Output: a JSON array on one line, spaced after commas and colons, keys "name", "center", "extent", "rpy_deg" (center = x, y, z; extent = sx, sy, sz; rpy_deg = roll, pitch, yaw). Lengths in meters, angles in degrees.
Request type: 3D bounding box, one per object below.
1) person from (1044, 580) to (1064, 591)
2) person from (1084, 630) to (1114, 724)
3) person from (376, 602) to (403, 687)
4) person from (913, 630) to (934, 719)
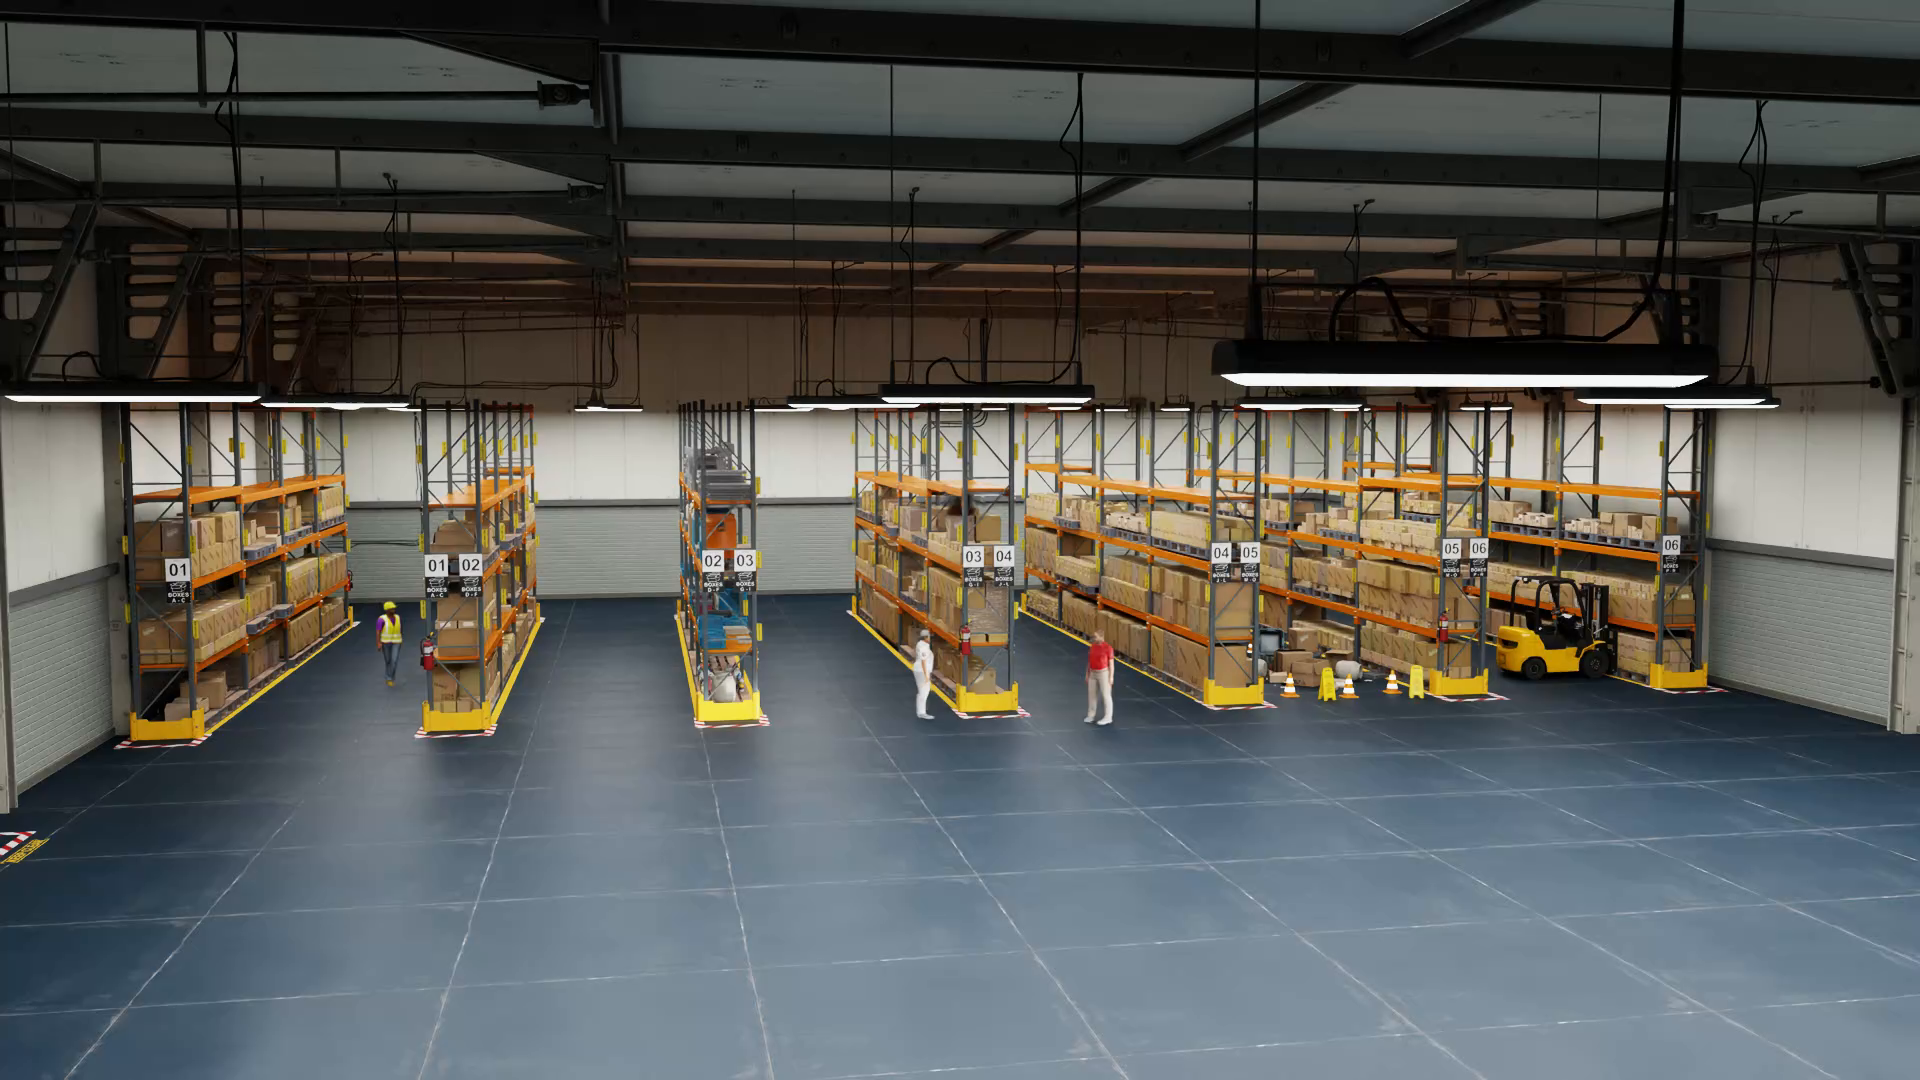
[{"name": "person", "center": [2.854, 0.936, 51.610], "extent": [0.592, 1.746, 0.798], "rpy_deg": [3, 5, 38]}, {"name": "person", "center": [2.554, 2.526, 30.825], "extent": [0.592, 1.731, 0.445], "rpy_deg": [4, 6, 40]}, {"name": "person", "center": [-12.082, 2.198, 35.212], "extent": [0.525, 1.771, 0.705], "rpy_deg": [-1, 4, -16]}, {"name": "person", "center": [-0.687, 2.566, 31.465], "extent": [0.417, 1.748, 0.565], "rpy_deg": [0, 4, -5]}]
